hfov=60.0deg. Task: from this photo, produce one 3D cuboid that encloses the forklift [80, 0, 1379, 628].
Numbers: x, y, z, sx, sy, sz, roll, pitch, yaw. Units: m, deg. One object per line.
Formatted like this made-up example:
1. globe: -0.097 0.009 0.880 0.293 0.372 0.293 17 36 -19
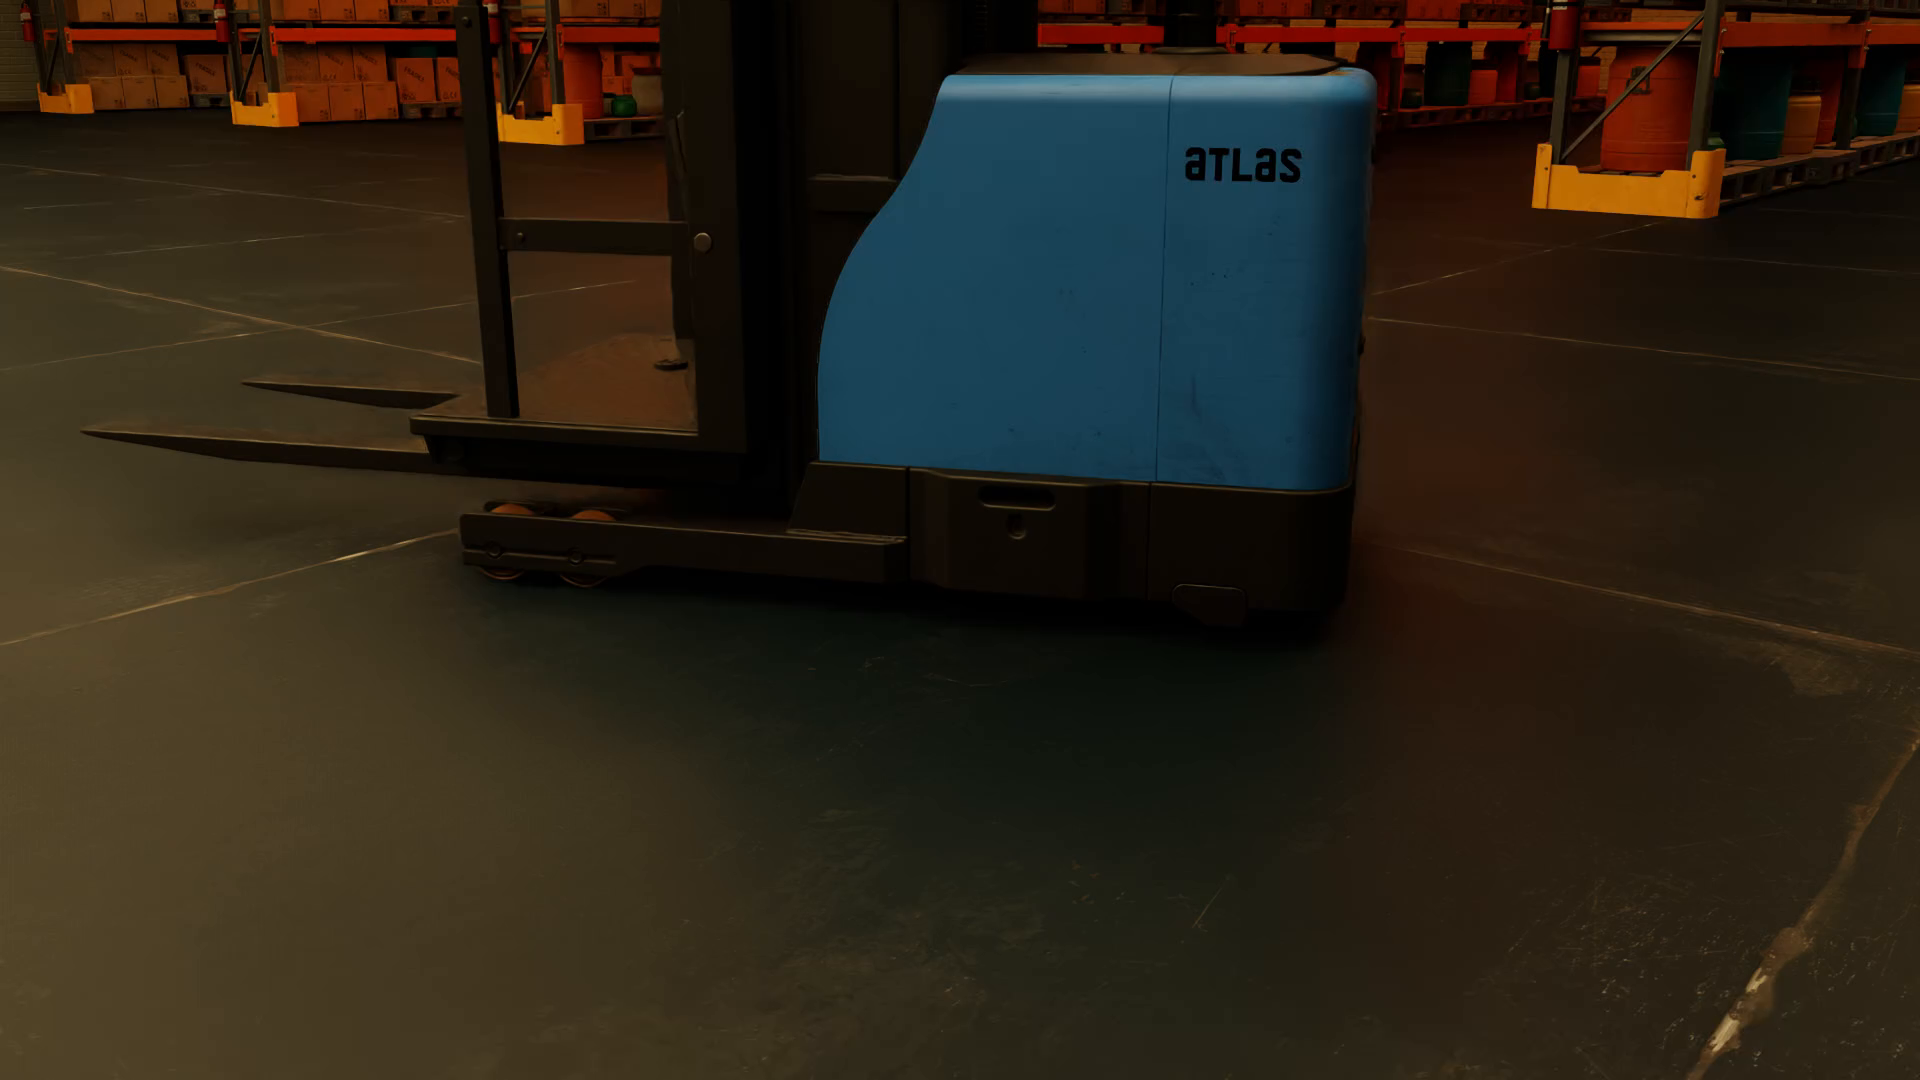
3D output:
1. forklift: -0.601 -1.442 3.648 3.031 2.935 1.130 4 17 14
